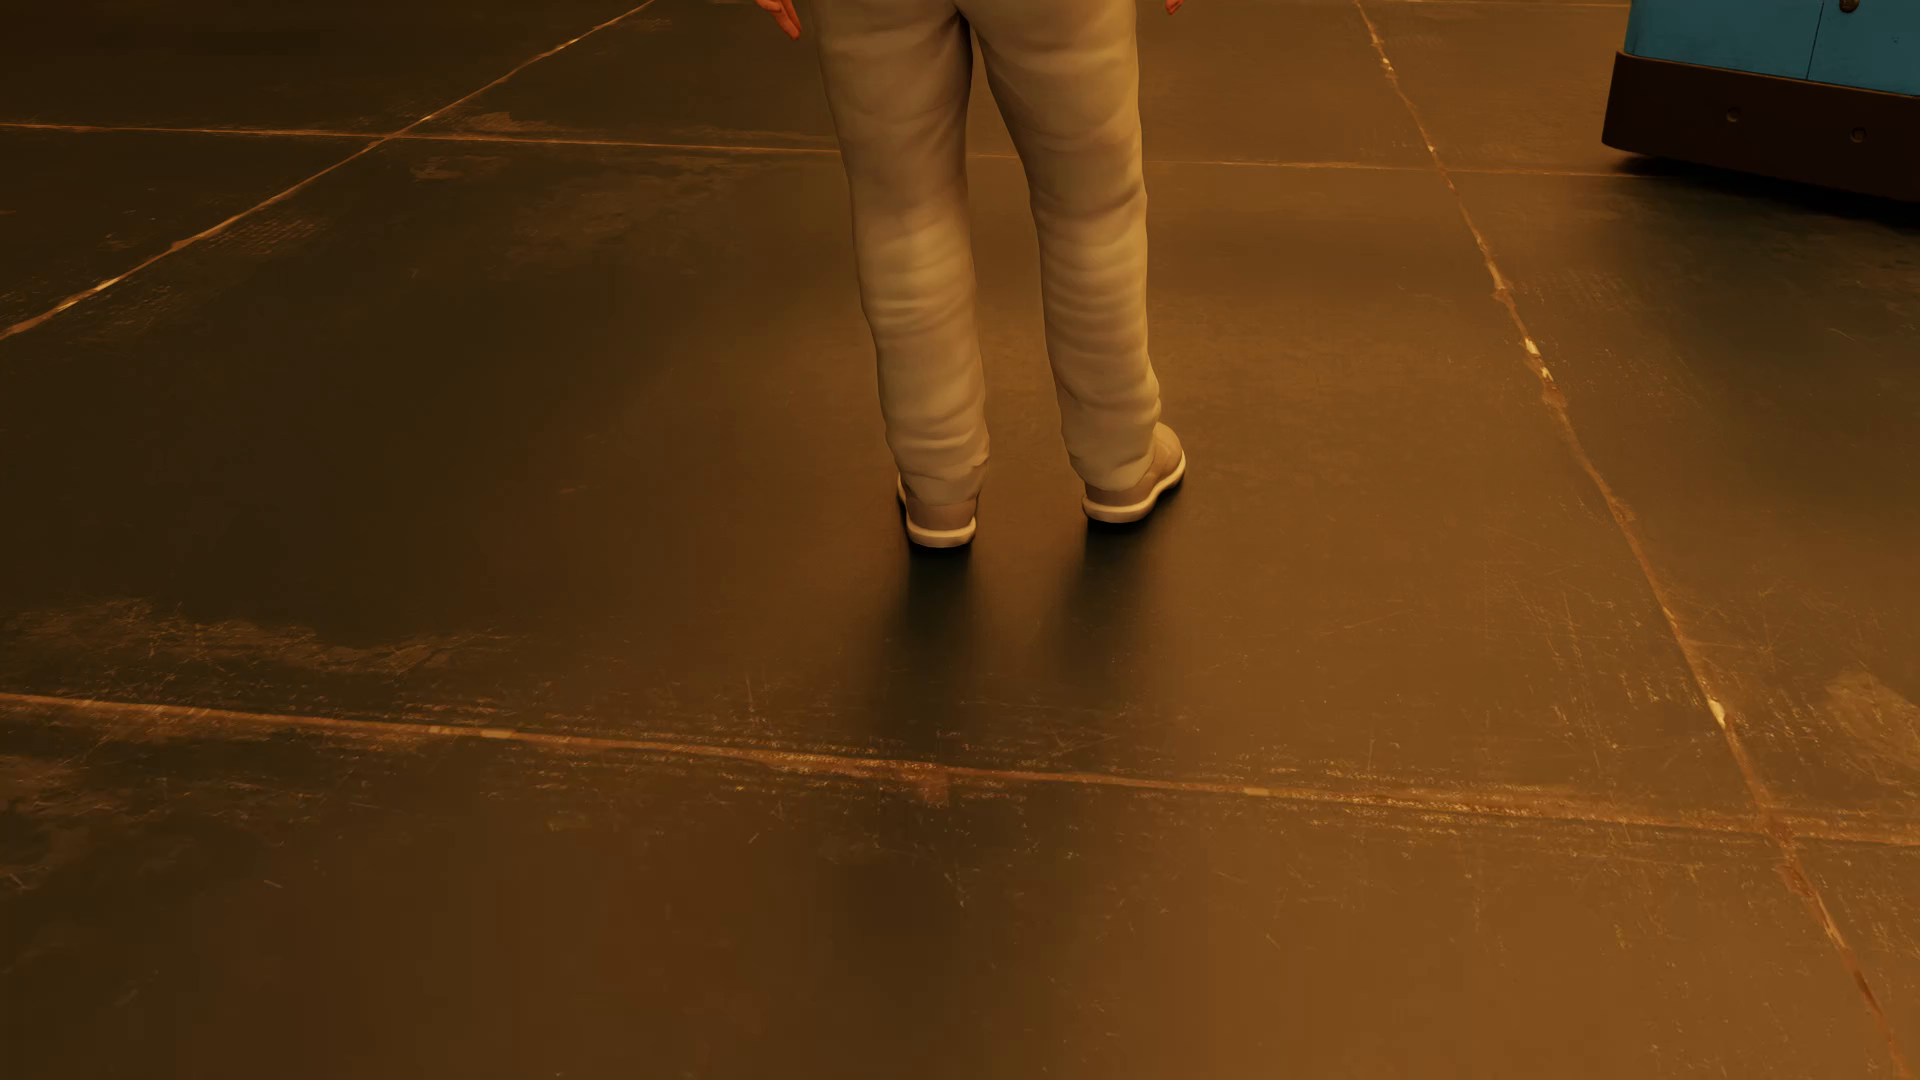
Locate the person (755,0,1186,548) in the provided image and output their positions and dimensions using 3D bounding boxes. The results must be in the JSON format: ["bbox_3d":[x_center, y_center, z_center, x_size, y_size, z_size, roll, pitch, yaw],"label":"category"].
[{"bbox_3d":[0.022,-0.838,2.167,0.641,1.780,0.574,3,27,7],"label":"person"}]

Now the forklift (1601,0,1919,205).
[{"bbox_3d":[3.153,-2.604,4.436,3.031,2.935,1.130,-23,34,-38],"label":"forklift"}]
